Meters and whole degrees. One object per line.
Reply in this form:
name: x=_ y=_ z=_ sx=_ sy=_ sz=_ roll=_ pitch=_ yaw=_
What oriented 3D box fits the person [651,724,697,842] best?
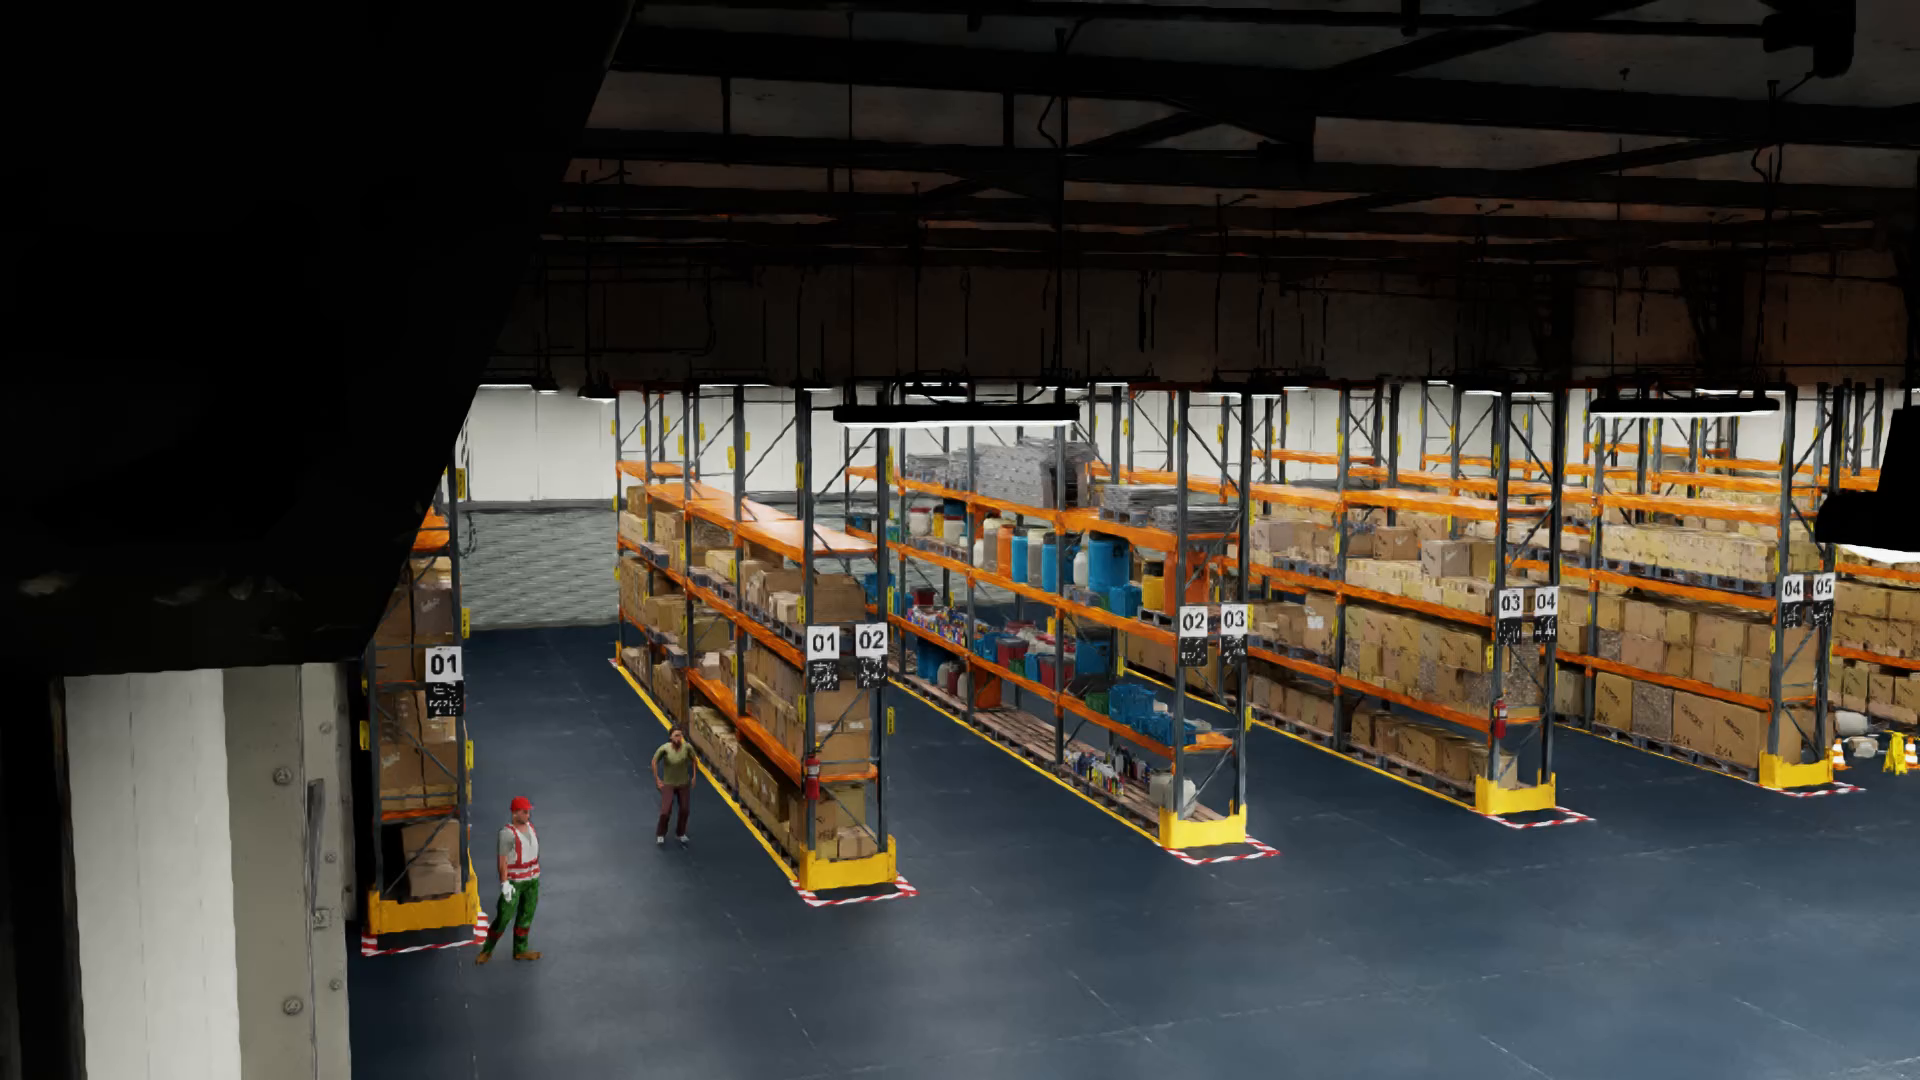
person: x=-3.770 y=3.213 z=21.981 sx=0.598 sy=1.619 sz=0.507 roll=-2 pitch=6 yaw=-22

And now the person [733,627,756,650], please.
person: x=-4.165 y=2.092 z=32.581 sx=0.580 sy=1.619 sz=0.507 roll=-2 pitch=7 yaw=-22

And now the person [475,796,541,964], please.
person: x=-4.773 y=3.595 z=17.563 sx=0.517 sy=1.780 sz=0.731 roll=3 pitch=7 yaw=29
